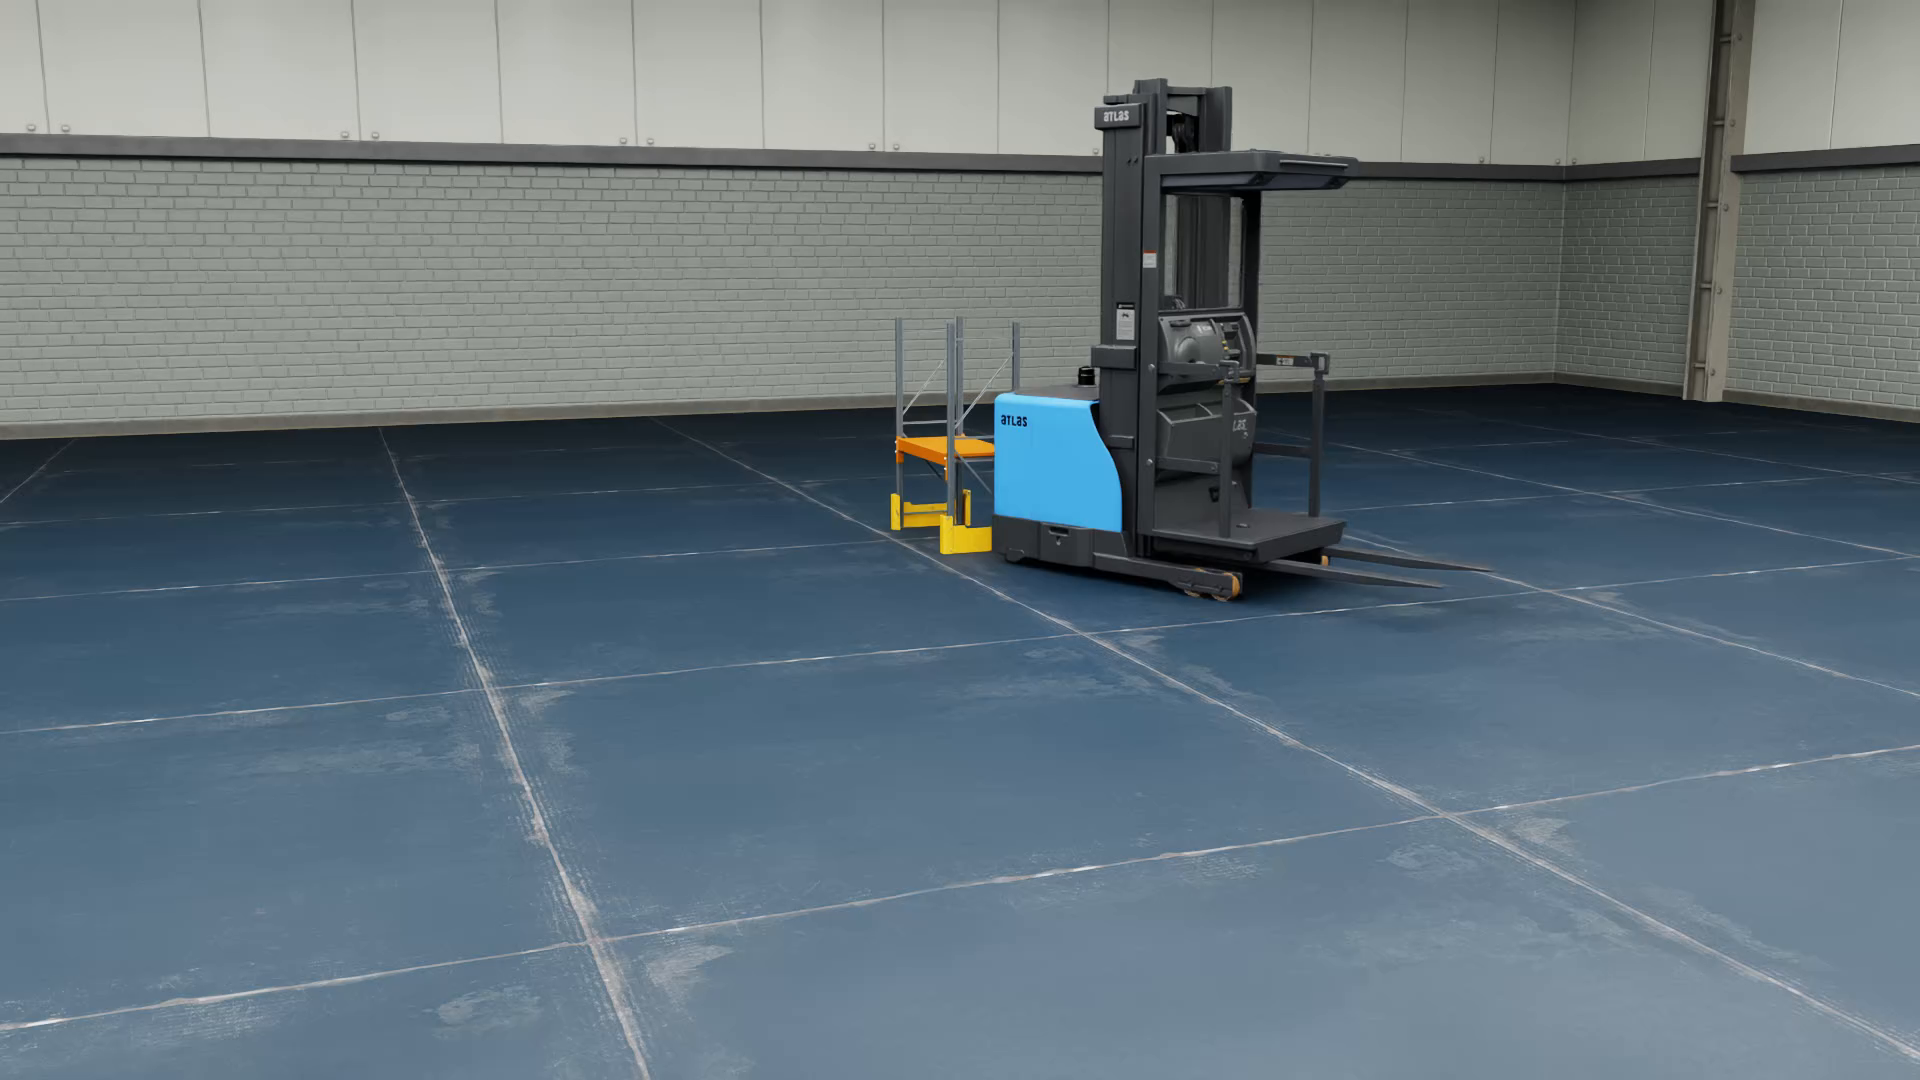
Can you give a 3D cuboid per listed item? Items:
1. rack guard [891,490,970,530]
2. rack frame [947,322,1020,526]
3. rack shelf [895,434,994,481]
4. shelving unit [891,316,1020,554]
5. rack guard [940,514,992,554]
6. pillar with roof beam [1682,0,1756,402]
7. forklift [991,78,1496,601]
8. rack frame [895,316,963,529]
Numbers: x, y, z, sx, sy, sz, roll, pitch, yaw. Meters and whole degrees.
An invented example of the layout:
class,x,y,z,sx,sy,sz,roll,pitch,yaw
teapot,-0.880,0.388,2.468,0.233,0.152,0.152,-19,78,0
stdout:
class,x,y,z,sx,sy,sz,roll,pitch,yaw
rack guard,-0.208,-0.217,11.925,0.587,0.250,0.087,-4,11,-21
rack frame,0.153,-0.669,10.901,0.500,1.500,0.032,-4,11,-21
rack shelf,-0.031,-0.575,11.399,0.538,0.185,1.000,-4,11,-21
shelving unit,-0.028,-0.751,11.359,0.587,1.500,1.083,-4,11,-21
rack guard,0.153,-0.054,11.011,0.587,0.250,0.087,-4,11,-21
pillar with roof beam,5.649,-5.973,19.302,9.100,9.000,0.400,-4,11,-21
forklift,1.634,-1.197,9.779,3.031,2.935,1.130,9,13,41
rack frame,-0.215,-0.835,11.834,0.500,1.500,0.032,-4,11,-21
